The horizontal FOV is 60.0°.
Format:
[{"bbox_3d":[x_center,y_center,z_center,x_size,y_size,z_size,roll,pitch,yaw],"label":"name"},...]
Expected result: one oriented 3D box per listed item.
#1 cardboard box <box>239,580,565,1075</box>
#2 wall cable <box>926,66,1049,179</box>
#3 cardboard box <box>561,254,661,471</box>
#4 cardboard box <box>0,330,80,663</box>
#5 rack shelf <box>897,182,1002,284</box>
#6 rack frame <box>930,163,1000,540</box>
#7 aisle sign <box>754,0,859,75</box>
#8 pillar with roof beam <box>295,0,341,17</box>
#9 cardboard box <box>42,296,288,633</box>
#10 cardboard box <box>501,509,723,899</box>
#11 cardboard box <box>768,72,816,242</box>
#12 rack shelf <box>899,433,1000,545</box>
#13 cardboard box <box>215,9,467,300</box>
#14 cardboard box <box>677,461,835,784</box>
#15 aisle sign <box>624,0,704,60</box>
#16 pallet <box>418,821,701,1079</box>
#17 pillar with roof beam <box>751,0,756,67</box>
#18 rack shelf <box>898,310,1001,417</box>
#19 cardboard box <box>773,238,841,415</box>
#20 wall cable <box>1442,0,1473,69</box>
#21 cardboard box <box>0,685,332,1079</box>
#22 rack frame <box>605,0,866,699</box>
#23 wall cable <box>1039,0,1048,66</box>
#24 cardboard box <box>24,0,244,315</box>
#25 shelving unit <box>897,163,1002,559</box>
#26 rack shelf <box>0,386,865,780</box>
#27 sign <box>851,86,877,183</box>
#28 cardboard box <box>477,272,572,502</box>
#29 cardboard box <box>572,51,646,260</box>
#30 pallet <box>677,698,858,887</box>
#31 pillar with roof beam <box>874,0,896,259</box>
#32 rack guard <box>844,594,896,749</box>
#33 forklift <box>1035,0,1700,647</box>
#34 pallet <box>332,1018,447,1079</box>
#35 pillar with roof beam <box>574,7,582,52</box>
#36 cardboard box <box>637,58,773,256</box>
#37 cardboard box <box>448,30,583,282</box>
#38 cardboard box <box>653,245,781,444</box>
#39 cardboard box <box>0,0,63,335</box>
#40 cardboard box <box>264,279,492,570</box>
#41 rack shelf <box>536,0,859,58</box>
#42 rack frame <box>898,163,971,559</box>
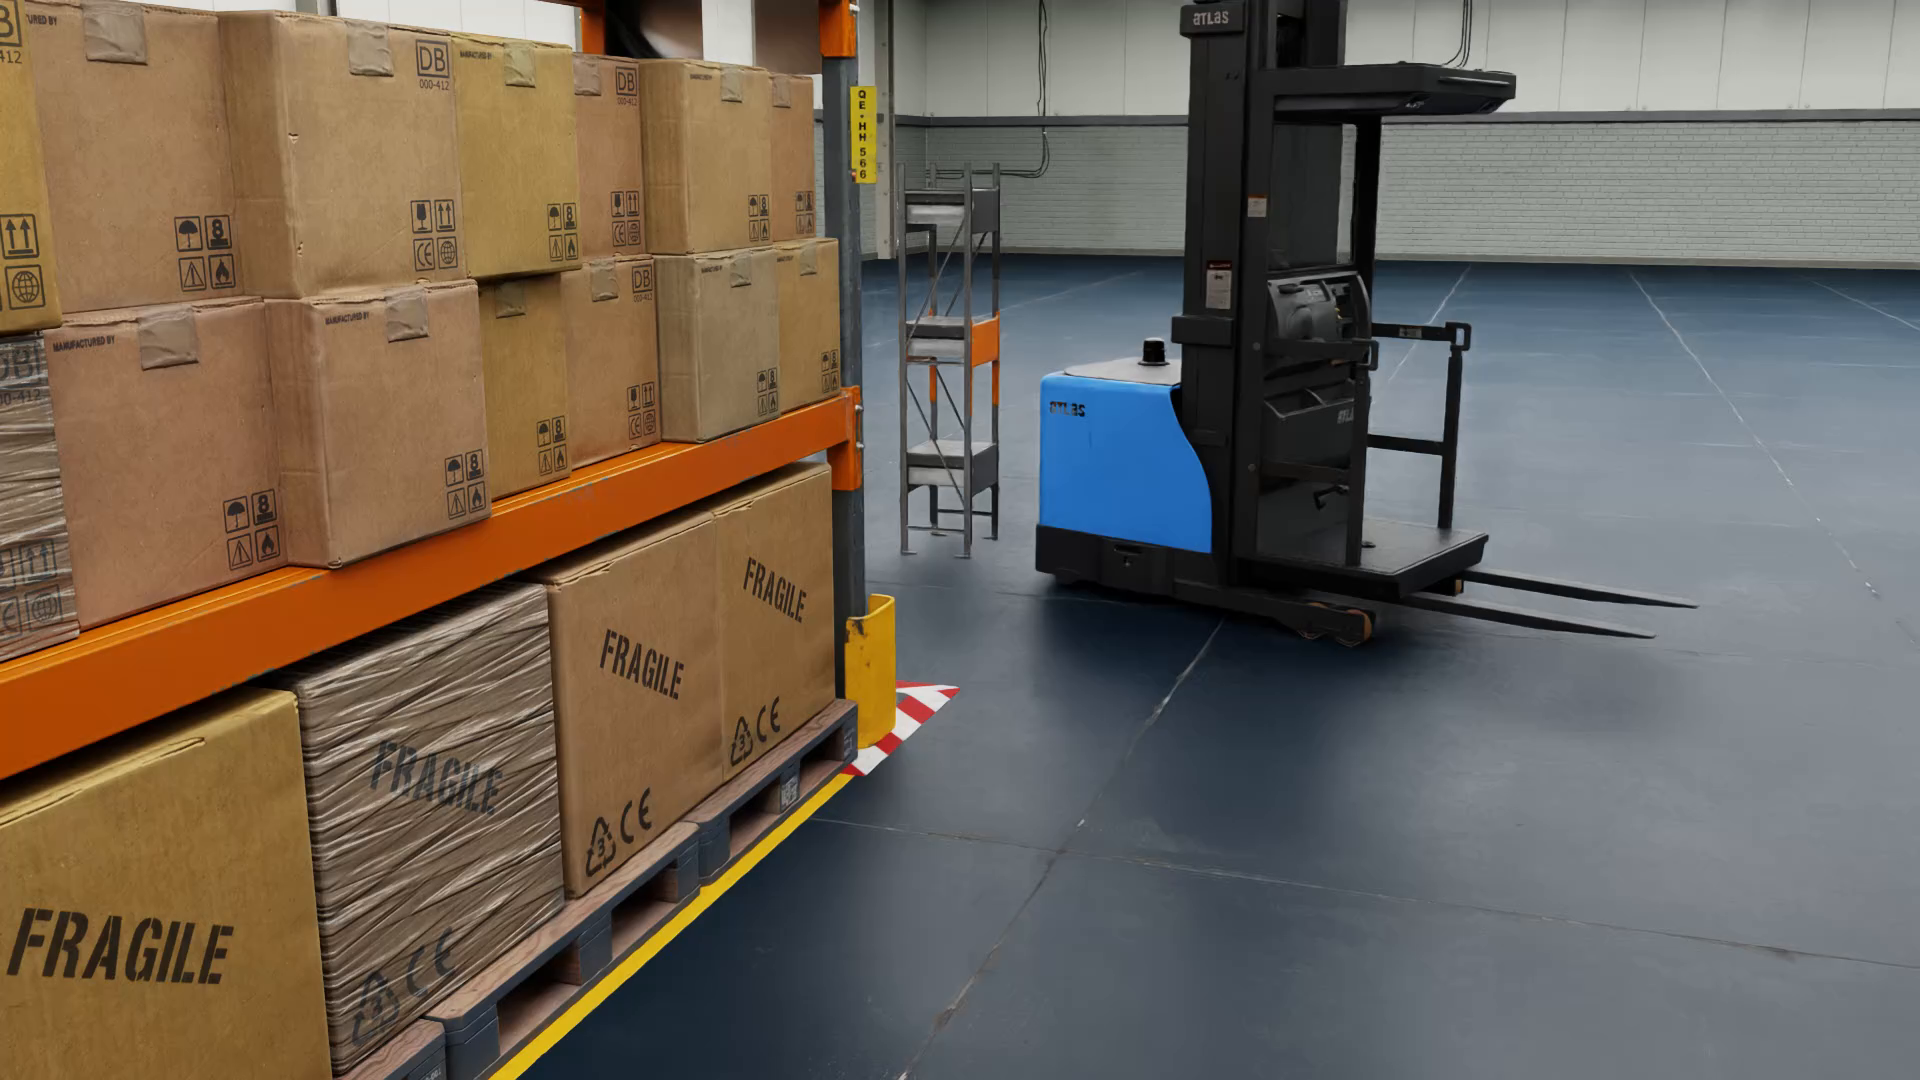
[{"bbox_3d":[-1.581,0.594,3.975,0.875,0.875,0.875,4,14,19],"label":"cardboard box"},{"bbox_3d":[0.575,-9.624,38.410,3.097,2.526,0.112,4,14,18],"label":"wall cable"},{"bbox_3d":[-1.379,-0.527,4.720,0.875,0.550,0.550,4,14,18],"label":"cardboard box"},{"bbox_3d":[-2.030,-0.071,2.722,0.875,0.550,0.550,4,14,18],"label":"cardboard box"},{"bbox_3d":[-0.054,-1.658,8.949,0.431,0.518,0.480,4,14,18],"label":"rack shelf"},{"bbox_3d":[0.025,-1.040,9.327,0.400,2.100,0.015,4,14,18],"label":"rack frame"},{"bbox_3d":[-0.537,-2.022,5.766,0.394,0.787,0.004,4,14,18],"label":"aisle sign"},{"bbox_3d":[-3.380,-6.513,17.801,9.100,9.000,0.400,4,14,18],"label":"pillar with roof beam"},{"bbox_3d":[-1.874,-0.189,3.236,0.875,0.550,0.550,4,14,18],"label":"cardboard box"},{"bbox_3d":[-1.284,0.402,4.815,0.875,0.875,0.875,4,13,18],"label":"cardboard box"},{"bbox_3d":[-1.001,-1.286,5.617,0.875,0.550,0.550,4,14,18],"label":"cardboard box"},{"bbox_3d":[-0.054,-0.293,9.260,0.431,0.518,0.480,4,14,18],"label":"rack shelf"},{"bbox_3d":[-1.614,-0.822,3.586,0.875,0.550,0.550,4,14,18],"label":"cardboard box"},{"bbox_3d":[-1.001,0.217,5.627,0.875,0.875,0.875,4,14,19],"label":"cardboard box"},{"bbox_3d":[-1.105,-2.066,5.955,0.394,0.787,0.004,4,14,18],"label":"aisle sign"},{"bbox_3d":[-1.425,1.028,4.510,1.003,0.211,1.213,4,14,18],"label":"pallet"},{"bbox_3d":[0.502,-9.040,28.871,9.100,9.000,0.400,4,14,18],"label":"pillar with roof beam"},{"bbox_3d":[-0.054,-0.976,9.105,0.431,0.518,0.480,4,14,18],"label":"rack shelf"},{"bbox_3d":[-0.921,-0.753,5.711,0.875,0.550,0.550,4,14,18],"label":"cardboard box"},{"bbox_3d":[9.552,-12.109,34.676,2.305,6.003,0.169,4,14,18],"label":"wall cable"},{"bbox_3d":[-1.869,0.784,3.142,0.875,0.875,0.875,5,14,19],"label":"cardboard box"},{"bbox_3d":[-0.844,-0.762,6.084,1.000,3.000,0.127,4,14,18],"label":"rack frame"},{"bbox_3d":[3.134,-11.892,36.994,3.097,2.526,0.112,4,14,18],"label":"wall cable"},{"bbox_3d":[-1.918,-0.718,3.131,0.875,0.550,0.550,4,14,18],"label":"cardboard box"},{"bbox_3d":[-0.054,-0.989,9.102,0.431,2.100,0.503,4,14,18],"label":"shelving unit"},{"bbox_3d":[-1.491,0.010,4.319,1.077,0.370,4.000,4,14,18],"label":"rack shelf"},{"bbox_3d":[-0.335,-1.400,5.745,0.100,0.325,0.005,4,14,18],"label":"sign"},{"bbox_3d":[-1.511,-0.413,4.218,0.875,0.550,0.500,4,14,18],"label":"cardboard box"},{"bbox_3d":[-1.401,-1.055,4.607,0.875,0.550,0.550,4,14,18],"label":"cardboard box"},{"bbox_3d":[-1.029,0.772,5.632,1.003,0.211,1.213,4,14,18],"label":"pallet"},{"bbox_3d":[2.444,-10.303,34.406,9.100,9.000,0.400,4,14,18],"label":"pillar with roof beam"},{"bbox_3d":[-0.836,0.452,6.384,1.175,0.500,0.348,4,14,18],"label":"rack guard"},{"bbox_3d":[1.847,-1.086,7.660,3.031,2.935,1.130,10,16,38],"label":"forklift"},{"bbox_3d":[-1.818,1.286,3.381,1.003,0.211,1.213,4,14,18],"label":"pallet"},{"bbox_3d":[-1.439,-7.776,23.336,9.100,9.000,0.400,4,14,18],"label":"pillar with roof beam"},{"bbox_3d":[-1.091,-1.163,5.081,0.875,0.550,0.550,4,14,18],"label":"cardboard box"},{"bbox_3d":[-1.450,-0.934,4.077,0.875,0.550,0.500,4,14,18],"label":"cardboard box"},{"bbox_3d":[-1.079,-0.636,5.197,0.875,0.550,0.550,4,14,18],"label":"cardboard box"},{"bbox_3d":[-1.986,-0.594,2.587,0.875,0.550,0.550,4,14,18],"label":"cardboard box"},{"bbox_3d":[-1.588,-0.294,3.697,0.875,0.550,0.550,4,14,18],"label":"cardboard box"},{"bbox_3d":[-1.491,-1.452,3.985,1.077,0.370,4.000,4,14,18],"label":"rack shelf"},{"bbox_3d":[-0.133,-0.937,8.876,0.400,2.100,0.015,4,14,18],"label":"rack frame"}]
